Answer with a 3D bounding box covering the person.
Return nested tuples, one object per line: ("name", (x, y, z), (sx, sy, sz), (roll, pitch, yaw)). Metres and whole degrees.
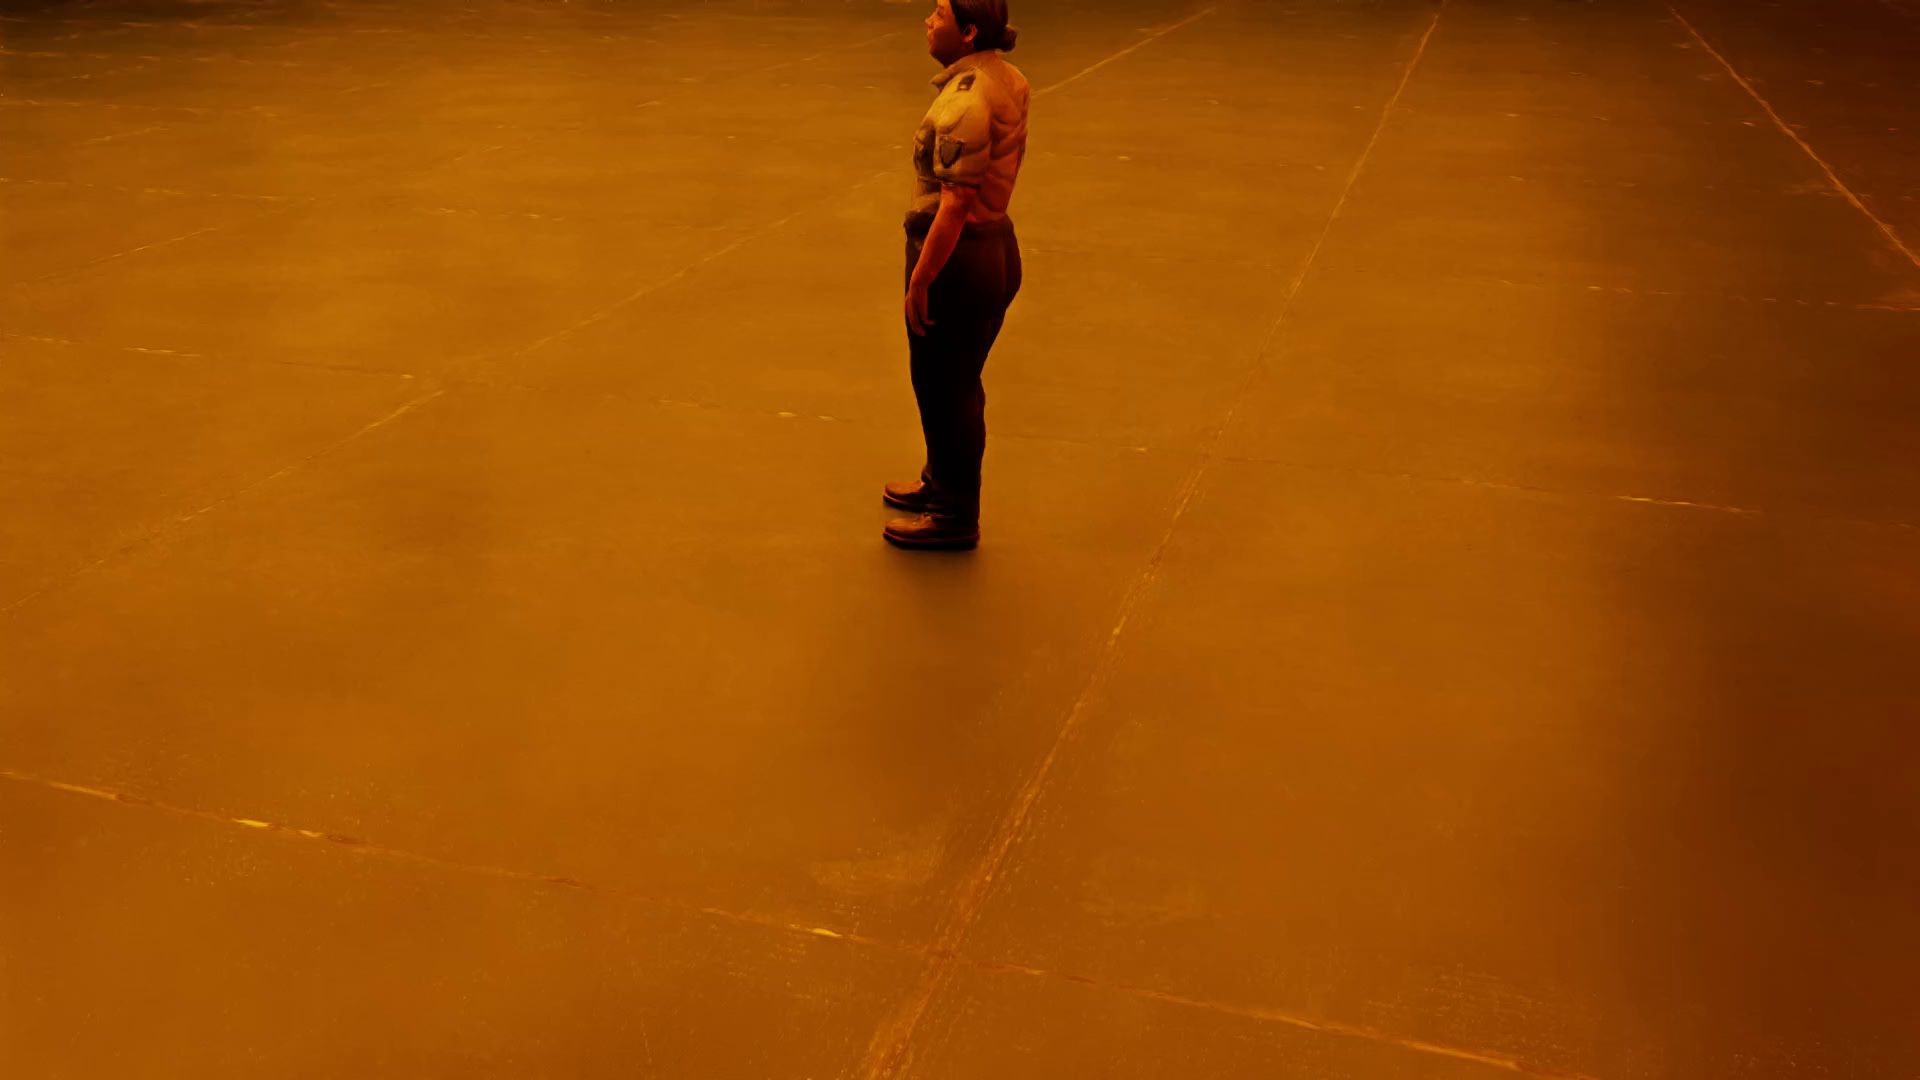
("person", (-0.079, -0.783, 4.850), (0.502, 1.642, 0.599), (7, 23, 16))
